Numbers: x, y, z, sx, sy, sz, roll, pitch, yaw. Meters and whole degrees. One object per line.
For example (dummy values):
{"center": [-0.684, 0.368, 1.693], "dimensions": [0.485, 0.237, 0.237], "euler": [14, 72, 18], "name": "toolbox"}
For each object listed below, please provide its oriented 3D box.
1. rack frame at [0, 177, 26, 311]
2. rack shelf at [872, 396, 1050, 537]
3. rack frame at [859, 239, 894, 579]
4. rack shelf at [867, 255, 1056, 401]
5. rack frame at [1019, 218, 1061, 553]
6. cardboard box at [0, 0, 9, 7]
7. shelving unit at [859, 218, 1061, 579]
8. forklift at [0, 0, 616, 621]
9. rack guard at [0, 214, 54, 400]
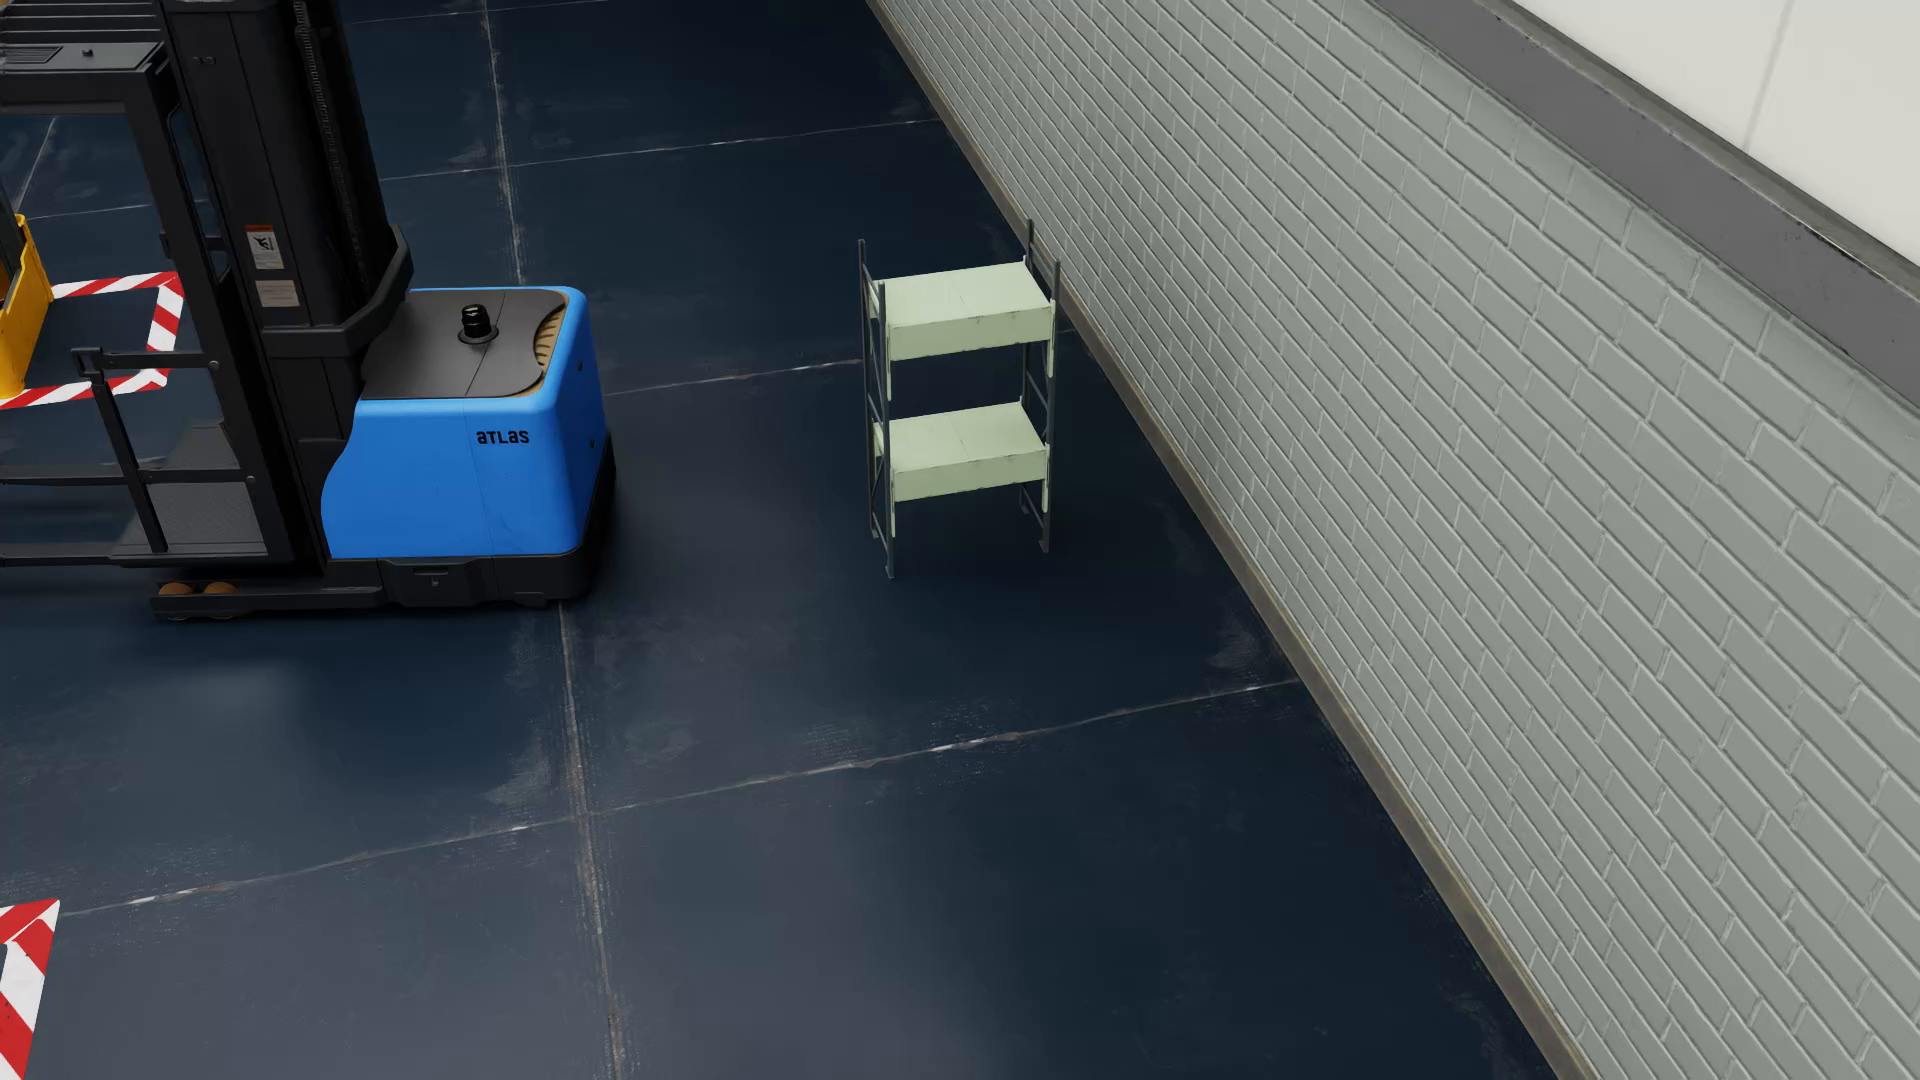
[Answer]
{"center": [-5.176, -2.270, 8.249], "dimensions": [0.127, 3.000, 1.000], "euler": [-9, 38, -12], "name": "rack frame"}
{"center": [-0.006, -0.336, 7.491], "dimensions": [0.720, 0.370, 0.431], "euler": [-9, 38, -12], "name": "rack shelf"}
{"center": [-0.360, -0.537, 7.217], "dimensions": [0.023, 1.500, 0.400], "euler": [-9, 38, -12], "name": "rack frame"}
{"center": [-0.006, -0.905, 7.056], "dimensions": [0.720, 0.370, 0.431], "euler": [-9, 38, -12], "name": "rack shelf"}
{"center": [0.347, -0.653, 7.369], "dimensions": [0.023, 1.500, 0.400], "euler": [-9, 38, -12], "name": "rack frame"}
{"center": [-7.120, -4.180, 12.457], "dimensions": [0.500, 0.500, 0.700], "euler": [-9, 38, -12], "name": "cardboard box"}
{"center": [-0.006, -0.595, 7.293], "dimensions": [0.755, 1.500, 0.431], "euler": [-9, 38, -12], "name": "shelving unit"}
{"center": [-3.164, -1.139, 6.826], "dimensions": [3.031, 2.935, 1.130], "euler": [-1, 37, -1], "name": "forklift"}
{"center": [-5.249, -1.265, 8.993], "dimensions": [0.348, 0.500, 1.175], "euler": [-9, 38, -12], "name": "rack guard"}
